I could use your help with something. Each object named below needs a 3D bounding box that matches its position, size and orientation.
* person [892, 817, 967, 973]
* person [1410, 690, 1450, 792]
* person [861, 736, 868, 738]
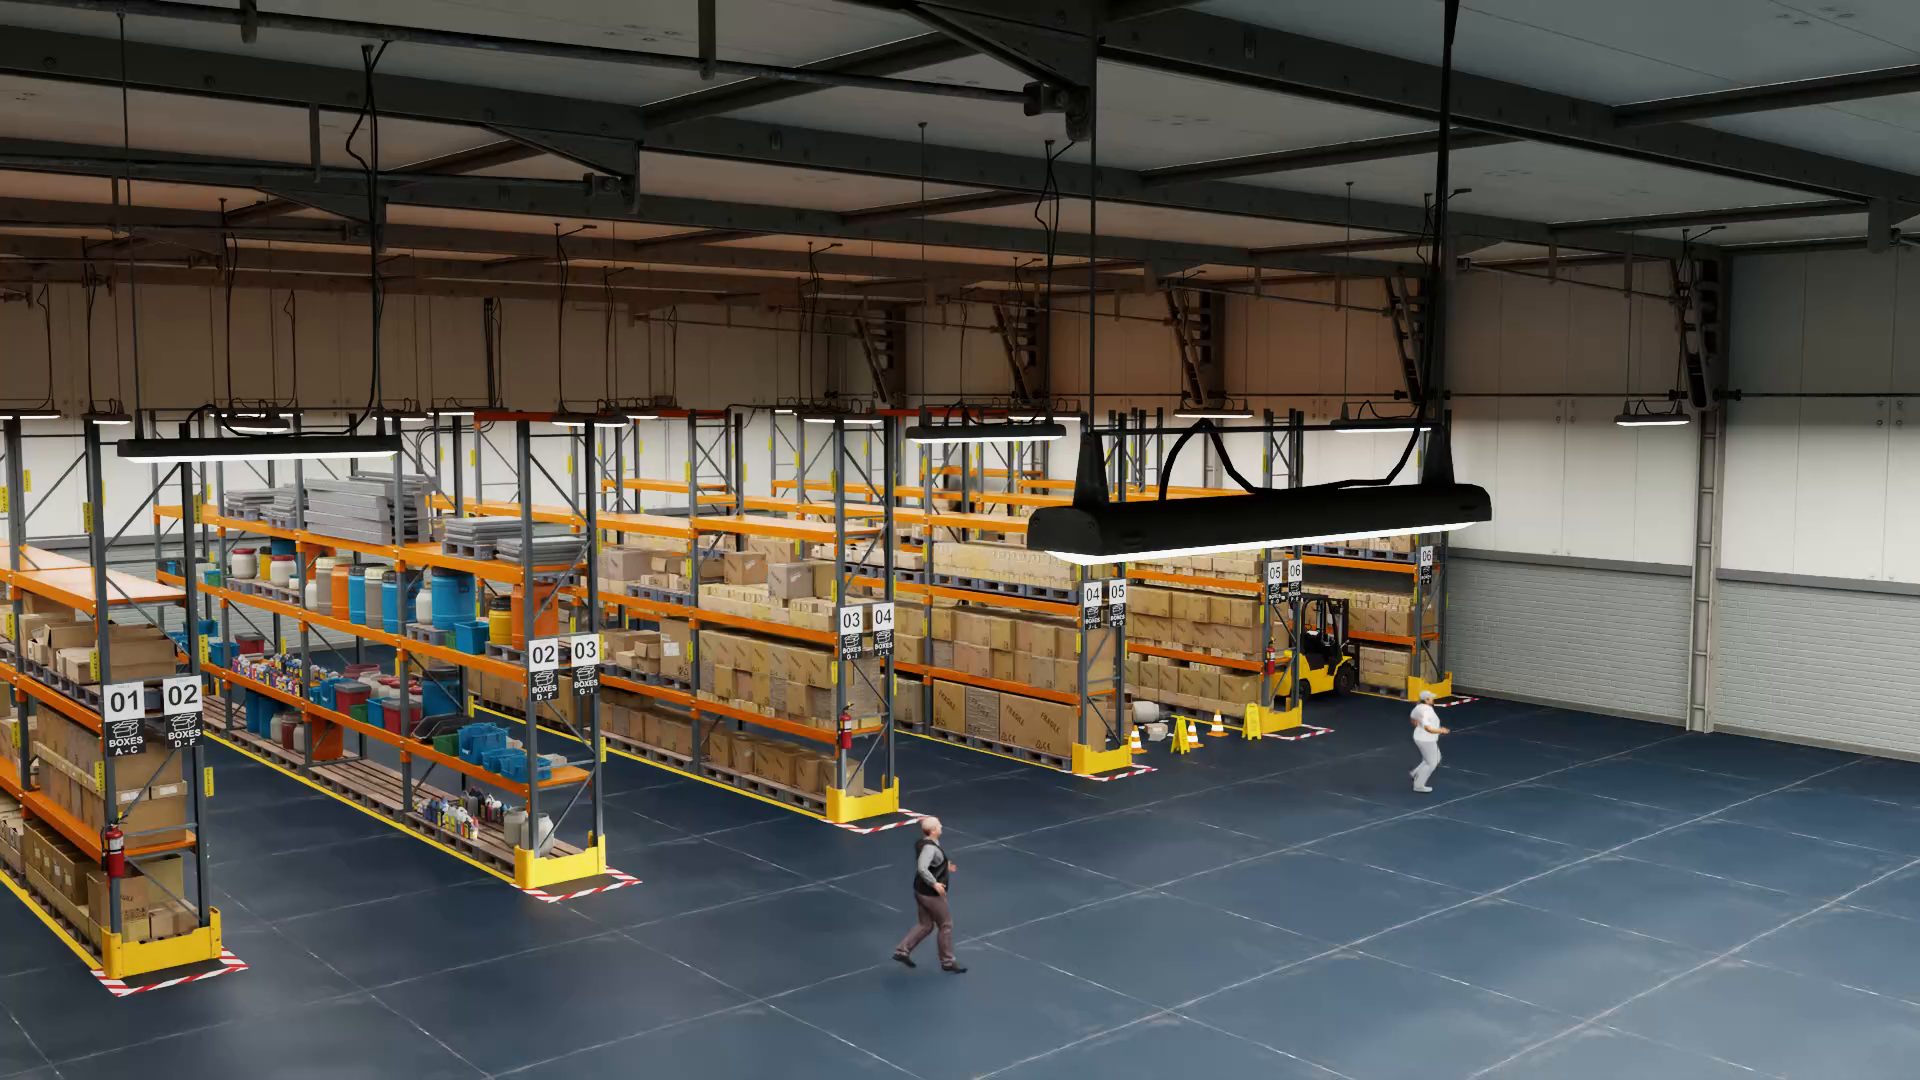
[{"bbox_3d":[-0.326,3.876,18.128,0.820,1.736,0.654,-2,5,-18],"label":"person"},{"bbox_3d":[7.483,3.190,26.470,0.540,1.623,0.595,0,5,2],"label":"person"},{"bbox_3d":[-2.016,2.752,30.700,0.823,1.842,0.690,5,7,42],"label":"person"}]
